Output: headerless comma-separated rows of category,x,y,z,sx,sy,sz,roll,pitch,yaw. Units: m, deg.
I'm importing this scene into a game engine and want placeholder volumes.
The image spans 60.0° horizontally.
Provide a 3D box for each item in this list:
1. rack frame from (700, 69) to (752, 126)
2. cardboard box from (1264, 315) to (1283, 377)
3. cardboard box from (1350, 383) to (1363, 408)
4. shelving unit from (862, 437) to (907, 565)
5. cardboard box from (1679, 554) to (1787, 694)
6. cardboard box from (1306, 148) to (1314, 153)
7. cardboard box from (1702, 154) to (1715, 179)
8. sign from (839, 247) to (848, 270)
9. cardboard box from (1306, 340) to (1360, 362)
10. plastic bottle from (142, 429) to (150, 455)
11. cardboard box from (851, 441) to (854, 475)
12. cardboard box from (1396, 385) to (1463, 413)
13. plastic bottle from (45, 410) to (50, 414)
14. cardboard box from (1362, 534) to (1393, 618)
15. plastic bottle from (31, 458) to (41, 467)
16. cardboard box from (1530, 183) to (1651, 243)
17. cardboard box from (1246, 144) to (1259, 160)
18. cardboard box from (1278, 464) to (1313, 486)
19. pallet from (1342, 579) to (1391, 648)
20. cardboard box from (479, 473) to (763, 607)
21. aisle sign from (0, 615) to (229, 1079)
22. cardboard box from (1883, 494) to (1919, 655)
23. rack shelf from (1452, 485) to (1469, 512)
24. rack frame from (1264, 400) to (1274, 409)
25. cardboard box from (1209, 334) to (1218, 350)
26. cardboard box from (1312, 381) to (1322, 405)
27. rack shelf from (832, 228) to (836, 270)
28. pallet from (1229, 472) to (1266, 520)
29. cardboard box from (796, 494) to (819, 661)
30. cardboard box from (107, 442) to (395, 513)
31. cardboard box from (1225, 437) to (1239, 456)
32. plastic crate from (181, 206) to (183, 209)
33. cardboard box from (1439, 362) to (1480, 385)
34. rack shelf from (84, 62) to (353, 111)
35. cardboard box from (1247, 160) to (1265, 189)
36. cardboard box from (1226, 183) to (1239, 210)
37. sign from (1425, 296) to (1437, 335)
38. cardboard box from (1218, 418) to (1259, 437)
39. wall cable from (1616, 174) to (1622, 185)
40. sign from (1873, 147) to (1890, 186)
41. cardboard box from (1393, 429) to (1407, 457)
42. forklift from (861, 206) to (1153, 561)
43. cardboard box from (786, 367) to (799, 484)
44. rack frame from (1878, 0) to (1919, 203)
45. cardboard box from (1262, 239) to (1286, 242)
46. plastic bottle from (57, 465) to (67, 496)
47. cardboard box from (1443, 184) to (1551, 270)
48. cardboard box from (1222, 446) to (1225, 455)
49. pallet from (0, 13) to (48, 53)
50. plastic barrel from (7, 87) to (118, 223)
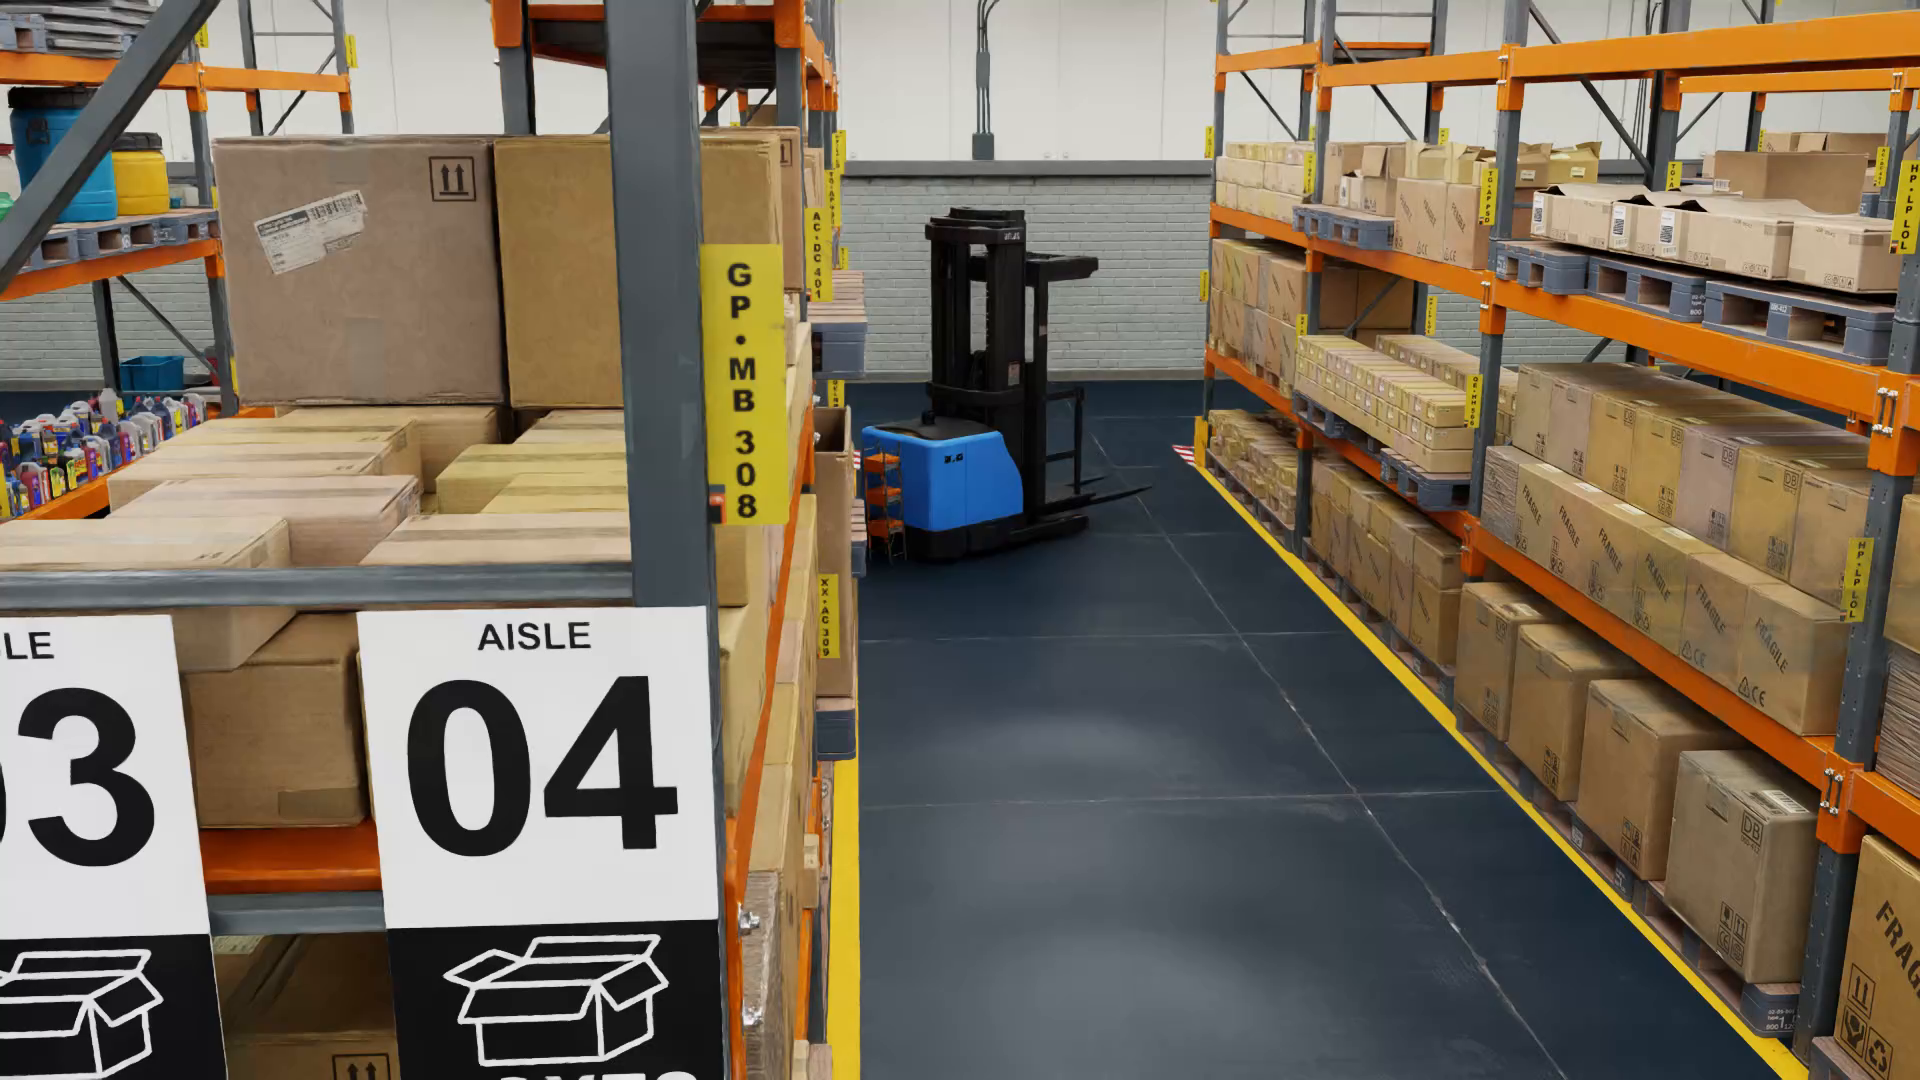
rack frame,-1.285,-3.186,9.351,0.949,2.616,0.053,-1,14,-3
cardboard box,3.078,-1.765,15.068,0.500,0.500,0.500,-1,14,-5
cardboard box,3.424,-0.958,12.092,1.036,0.298,0.538,-1,14,-5
shelving unit,-0.643,-0.331,14.177,0.252,1.050,0.215,13,23,41
cardboard box,3.586,0.363,7.396,0.500,0.500,0.500,-1,14,-4
cardboard box,3.128,-3.216,13.984,0.380,0.149,0.250,-2,15,-6
cardboard box,8.225,-3.945,17.577,0.500,0.250,0.500,-2,15,-9
sign,-1.241,-2.951,17.677,0.100,0.325,0.005,-1,14,-3
cardboard box,3.010,-1.523,13.392,0.380,0.149,0.250,0,14,-2
plastic bottle,-6.035,-0.732,12.250,0.097,0.201,0.097,0,14,0
cardboard box,-1.476,-0.291,13.560,1.225,0.875,0.875,-1,14,-3
cardboard box,3.151,-0.945,11.146,0.380,0.149,0.250,0,14,-2
plastic bottle,-6.827,-0.824,12.444,0.061,0.283,0.133,-1,14,-3
cardboard box,3.290,0.255,12.190,0.500,0.500,0.500,-2,15,-6
plastic bottle,-6.005,-0.398,10.812,0.097,0.271,0.097,0,14,0
cardboard box,3.494,-1.810,9.158,0.500,0.311,0.500,-1,14,-3
cardboard box,2.965,-3.731,15.985,0.380,0.149,0.250,0,14,-2
cardboard box,3.084,-0.585,14.967,0.380,0.149,0.250,-1,14,-3
pallet,3.549,0.521,12.578,1.003,0.211,1.213,-1,14,-3
cardboard box,-0.498,-0.003,2.498,0.380,0.149,0.250,-1,14,-2
aisle sign,-1.088,0.470,1.964,0.394,0.787,0.004,-1,14,-3
cardboard box,3.905,0.159,5.920,0.875,0.550,0.550,-1,14,-3
rack shelf,3.545,-0.576,12.297,0.919,0.124,3.809,-1,14,-3
rack frame,3.170,-2.322,18.031,0.949,2.616,0.053,-1,14,-3
cardboard box,2.866,-2.115,17.730,0.380,0.149,0.250,-1,14,-4
cardboard box,3.021,-1.173,13.226,0.380,0.149,0.250,-1,14,-3
rack shelf,-1.412,-1.883,11.748,1.077,0.370,4.000,-1,14,-3
pallet,3.265,-0.447,16.342,1.003,0.211,1.213,-1,14,-3
cardboard box,-0.738,0.145,5.640,0.500,0.500,0.500,-1,14,-3
cardboard box,-1.146,-0.062,2.727,0.380,0.149,0.250,-2,15,-6
cardboard box,2.921,-0.961,17.022,0.380,0.149,0.250,0,14,-2
plastic crate,-6.938,-2.835,14.534,0.293,0.136,0.466,-1,14,-3
cardboard box,3.739,-1.209,12.173,0.380,0.149,0.250,-1,14,-4
rack shelf,-6.603,-4.060,14.993,1.077,0.370,4.000,-1,14,-3
cardboard box,3.027,-3.450,15.692,0.500,0.250,0.500,-1,14,-6
cardboard box,2.974,-3.455,16.718,0.500,0.250,0.500,0,14,-2
sign,3.975,-1.897,14.057,0.100,0.325,0.005,-1,14,-3
cardboard box,2.891,-1.166,17.223,0.380,0.149,0.250,-1,14,-4
wall cable,9.150,-4.342,23.845,0.588,1.984,0.122,-1,14,-3
sign,7.801,-3.161,14.077,0.100,0.325,0.005,-1,14,-3
cardboard box,3.149,-0.655,11.216,0.380,0.149,0.250,-1,14,-2
forklift,0.540,-1.531,15.093,3.031,2.935,1.130,-13,19,-41
cardboard box,-0.692,-0.300,4.455,0.500,0.250,0.500,-1,14,-4
rack frame,8.355,-4.334,13.812,1.000,3.000,0.127,-1,14,-3
cardboard box,3.450,-2.889,17.430,0.500,0.500,0.500,-1,14,-5
plastic bottle,-5.952,-0.398,10.954,0.097,0.201,0.097,0,14,0
cardboard box,3.380,-1.972,10.449,0.500,0.500,0.500,-1,14,-3
cardboard box,2.984,-0.946,17.561,0.380,0.149,0.250,-1,14,-4
pallet,-6.245,-3.005,9.826,1.213,0.211,1.003,-1,14,-3
plastic barrel,-6.221,-2.676,11.539,0.600,0.901,0.708,-1,14,-3
